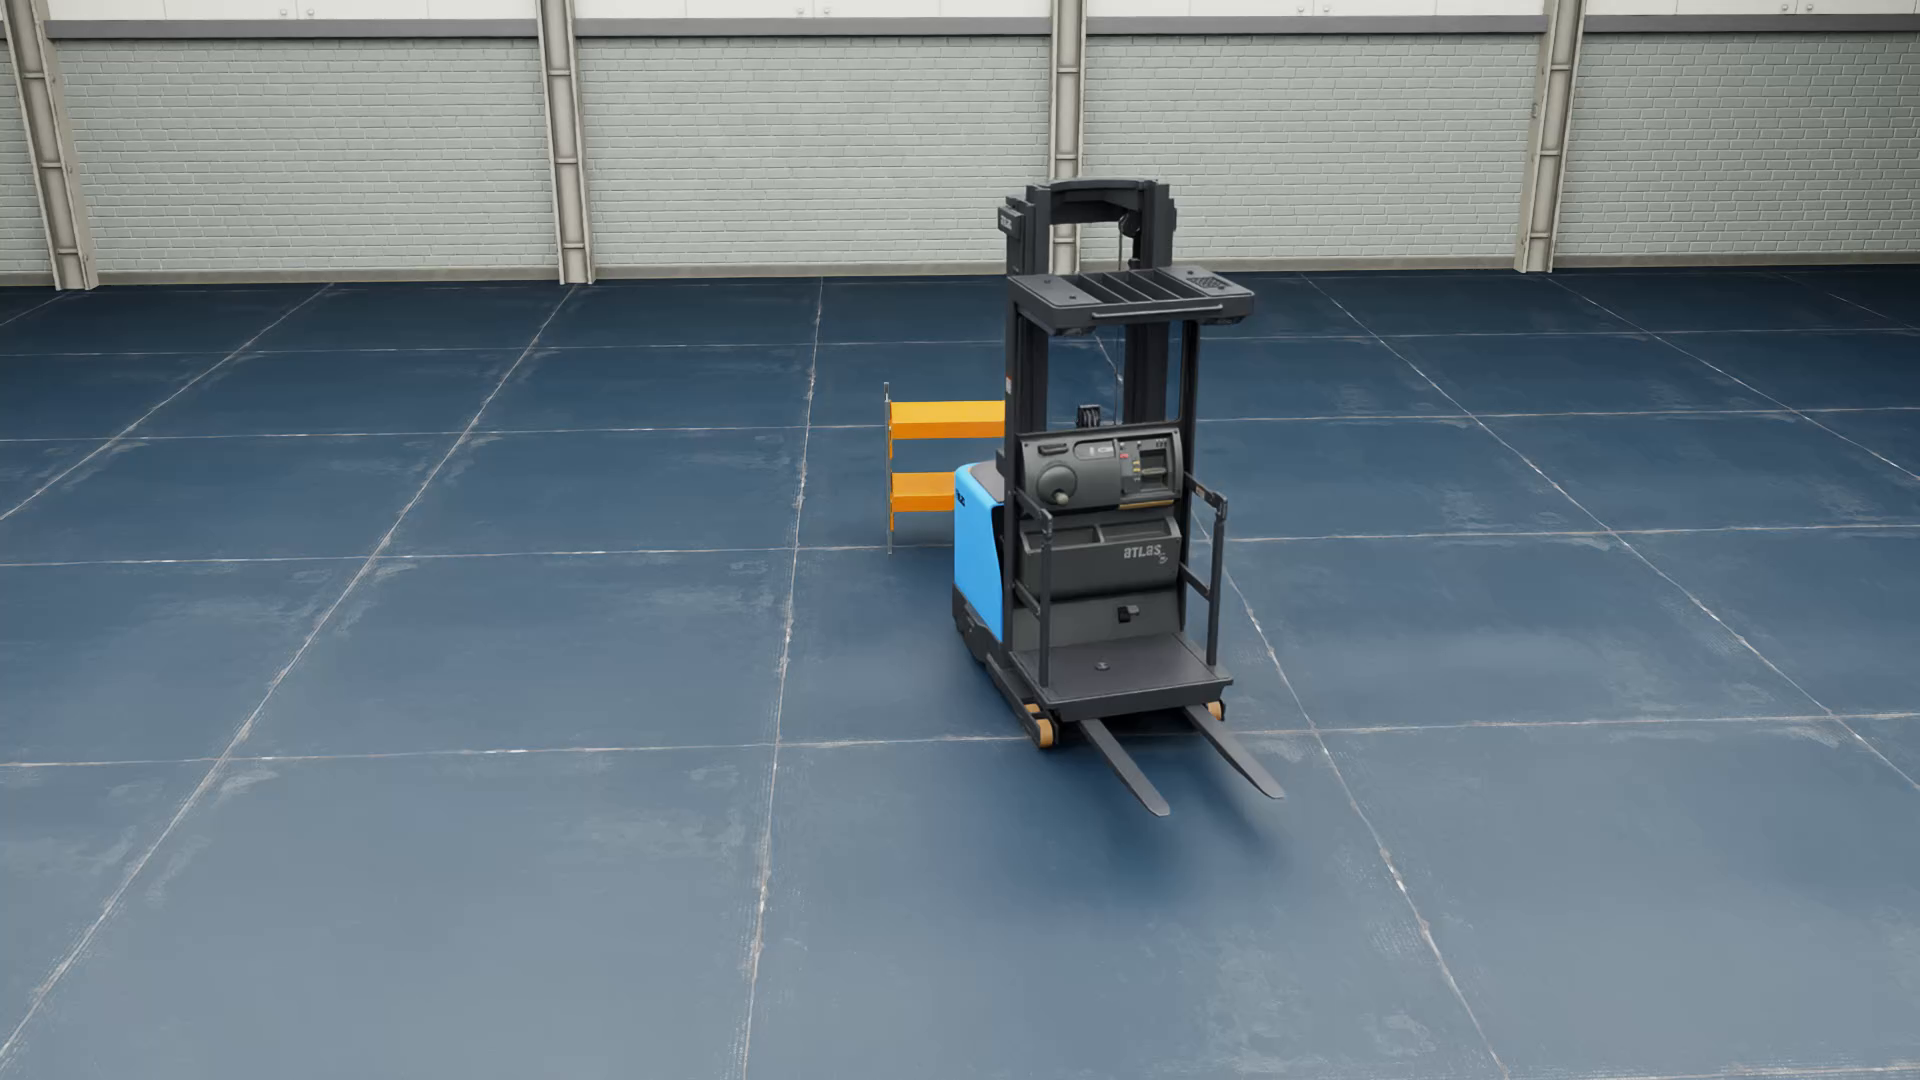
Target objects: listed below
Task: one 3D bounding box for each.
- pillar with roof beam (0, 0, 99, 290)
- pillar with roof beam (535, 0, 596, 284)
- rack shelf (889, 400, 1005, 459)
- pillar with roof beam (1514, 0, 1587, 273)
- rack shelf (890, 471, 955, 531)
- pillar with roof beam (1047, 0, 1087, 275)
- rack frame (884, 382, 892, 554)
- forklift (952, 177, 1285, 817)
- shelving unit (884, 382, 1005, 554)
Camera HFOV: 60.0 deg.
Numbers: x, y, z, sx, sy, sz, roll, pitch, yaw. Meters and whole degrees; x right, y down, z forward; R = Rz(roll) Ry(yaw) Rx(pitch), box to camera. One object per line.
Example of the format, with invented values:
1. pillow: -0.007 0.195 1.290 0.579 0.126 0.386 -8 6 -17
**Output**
1. pillar with roof beam: -10.451 -5.741 14.554 0.400 9.000 9.100 -1 21 -3
2. pillar with roof beam: -4.461 -5.863 14.874 0.400 9.000 9.100 -1 21 -3
3. rack shelf: -0.007 -0.799 11.816 1.000 0.278 0.538 -1 21 -3
4. pillar with roof beam: 7.519 -6.107 15.514 0.400 9.000 9.100 -1 21 -3
5. rack shelf: -0.007 -0.297 12.007 1.000 0.278 0.538 -1 21 -3
6. pillar with roof beam: 1.529 -5.985 15.194 0.400 9.000 9.100 -1 21 -3
7. rack frame: -0.514 -0.515 11.893 0.032 1.125 0.500 -1 21 -3
8. forklift: 0.852 -0.381 9.004 1.130 2.935 3.031 -6 22 -15
9. shelving unit: -0.007 -0.526 11.920 1.048 1.125 0.538 -1 21 -3
